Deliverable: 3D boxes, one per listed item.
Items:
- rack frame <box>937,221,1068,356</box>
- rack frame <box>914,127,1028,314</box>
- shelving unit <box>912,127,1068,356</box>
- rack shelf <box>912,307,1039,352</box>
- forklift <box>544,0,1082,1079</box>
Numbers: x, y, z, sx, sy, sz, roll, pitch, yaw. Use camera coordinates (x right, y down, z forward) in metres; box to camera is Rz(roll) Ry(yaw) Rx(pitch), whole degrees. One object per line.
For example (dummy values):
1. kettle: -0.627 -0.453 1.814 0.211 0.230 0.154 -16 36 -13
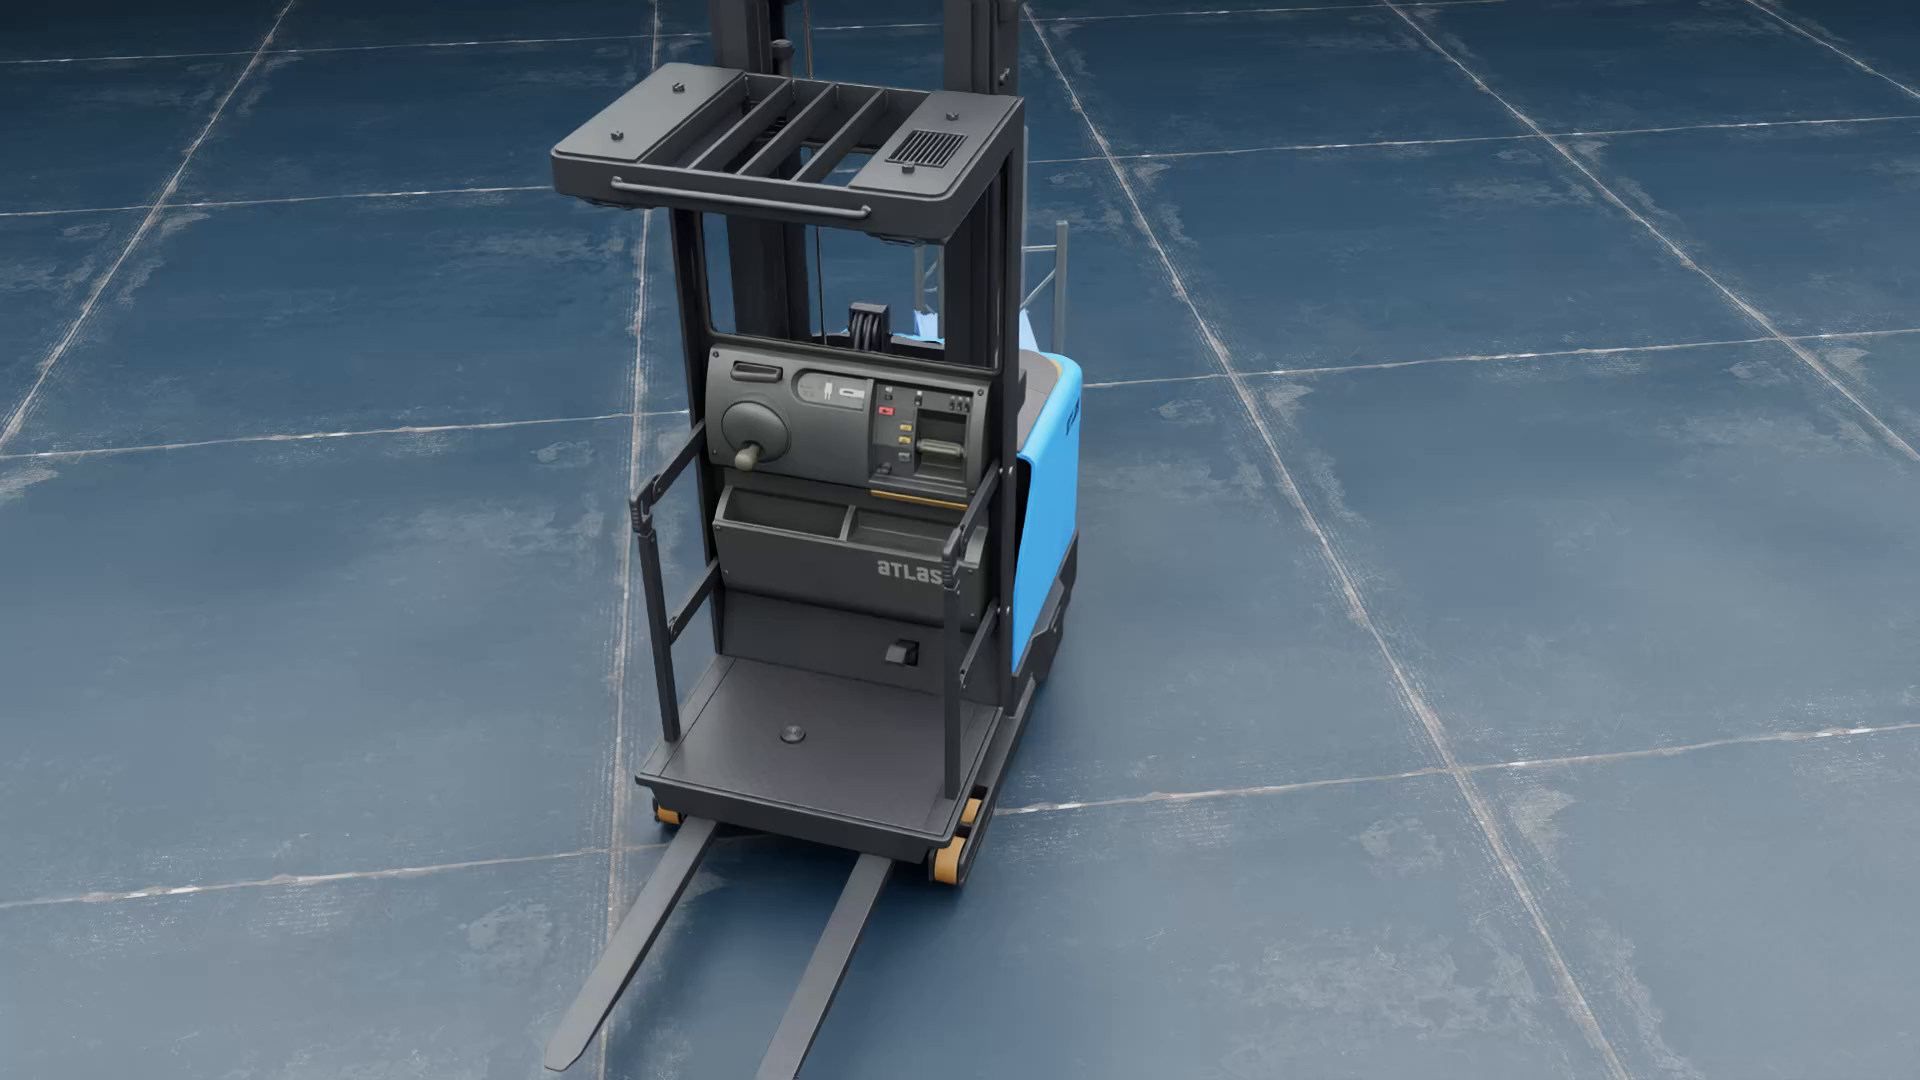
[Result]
1. rack frame: 0.163 -0.582 6.772 0.500 1.500 0.032 -4 34 -5
2. rack frame: 0.045 -1.151 7.607 0.500 1.500 0.032 -4 34 -5
3. shelving unit: 0.104 -0.866 7.190 0.538 1.500 1.048 -4 34 -5
4. rack shelf: 0.104 -0.718 7.291 0.538 0.185 1.000 -4 34 -5
5. forklift: -0.424 -0.310 5.102 1.130 2.935 3.031 9 35 14
